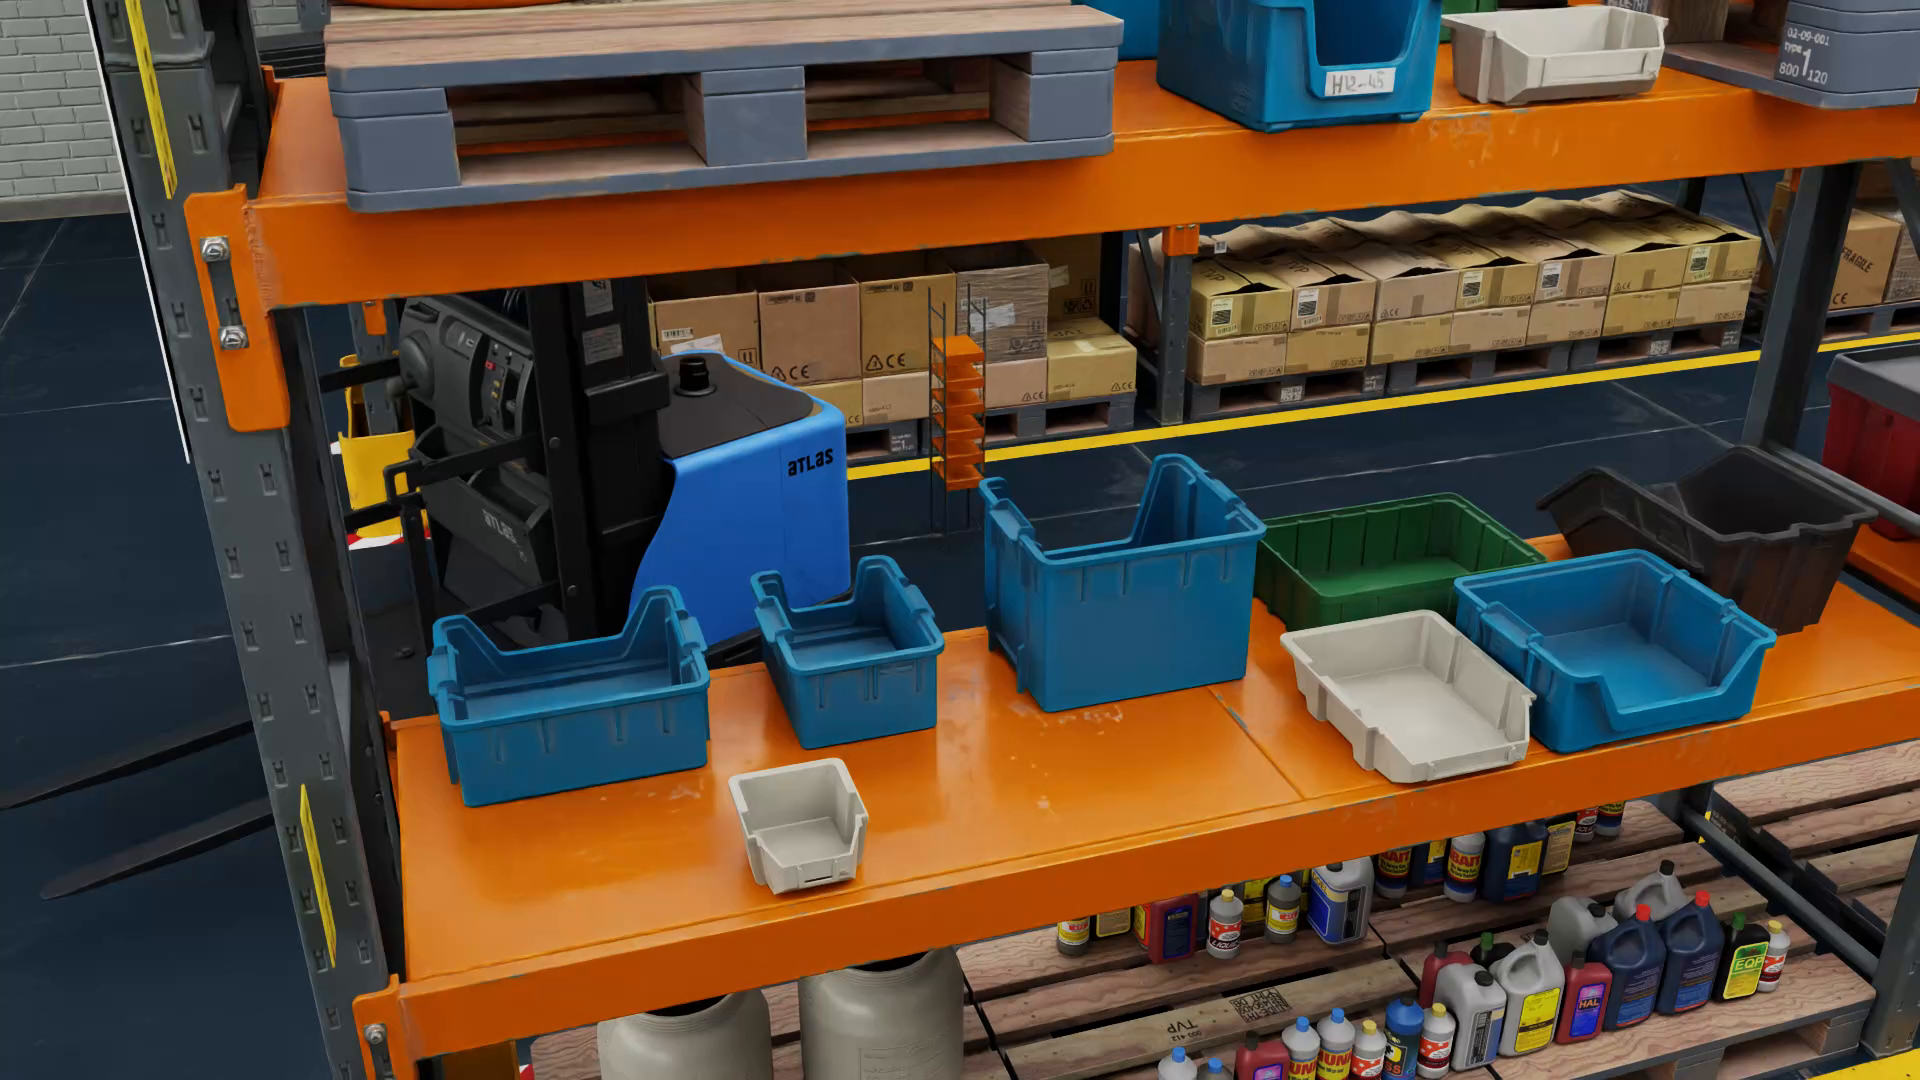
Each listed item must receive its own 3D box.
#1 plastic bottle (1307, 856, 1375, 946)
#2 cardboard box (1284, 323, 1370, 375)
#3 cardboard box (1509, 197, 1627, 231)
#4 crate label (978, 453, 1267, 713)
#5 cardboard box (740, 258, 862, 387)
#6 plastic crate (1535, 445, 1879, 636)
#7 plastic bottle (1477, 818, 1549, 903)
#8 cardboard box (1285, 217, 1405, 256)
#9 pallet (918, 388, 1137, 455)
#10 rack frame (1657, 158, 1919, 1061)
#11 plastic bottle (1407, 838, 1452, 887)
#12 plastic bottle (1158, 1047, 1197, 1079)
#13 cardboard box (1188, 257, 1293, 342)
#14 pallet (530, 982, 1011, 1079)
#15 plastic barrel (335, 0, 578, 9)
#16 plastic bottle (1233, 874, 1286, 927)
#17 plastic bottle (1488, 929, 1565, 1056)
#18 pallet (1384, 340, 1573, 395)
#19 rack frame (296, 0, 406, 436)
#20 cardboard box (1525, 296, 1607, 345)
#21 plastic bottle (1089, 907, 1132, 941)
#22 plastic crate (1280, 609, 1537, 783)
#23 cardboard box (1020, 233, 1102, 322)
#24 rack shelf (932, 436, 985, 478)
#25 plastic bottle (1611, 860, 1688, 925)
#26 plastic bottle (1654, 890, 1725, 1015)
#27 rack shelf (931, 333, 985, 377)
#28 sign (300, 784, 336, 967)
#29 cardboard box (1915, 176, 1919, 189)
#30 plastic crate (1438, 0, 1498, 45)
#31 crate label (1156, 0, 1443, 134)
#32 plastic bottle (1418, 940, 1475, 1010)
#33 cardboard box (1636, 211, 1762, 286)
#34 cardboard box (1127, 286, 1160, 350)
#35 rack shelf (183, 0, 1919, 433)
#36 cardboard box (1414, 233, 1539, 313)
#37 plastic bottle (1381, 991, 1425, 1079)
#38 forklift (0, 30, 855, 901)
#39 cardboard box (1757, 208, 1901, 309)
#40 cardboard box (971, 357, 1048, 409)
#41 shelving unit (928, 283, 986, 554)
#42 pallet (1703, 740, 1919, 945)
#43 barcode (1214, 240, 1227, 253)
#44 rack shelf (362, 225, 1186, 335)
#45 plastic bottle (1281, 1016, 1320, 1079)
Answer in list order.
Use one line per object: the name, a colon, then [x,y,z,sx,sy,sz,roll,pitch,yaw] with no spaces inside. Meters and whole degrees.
plastic bottle: [1.114,1.027,4.876,0.135,0.276,0.152,-8,28,-16]
cardboard box: [1.940,-1.147,9.307,0.500,0.250,0.500,-8,27,-15]
cardboard box: [3.711,-1.905,10.203,0.500,0.311,0.500,-9,28,-17]
crate label: [0.387,0.092,4.152,0.616,0.435,0.502,-8,28,-16]
cardboard box: [-0.804,-1.097,8.363,0.500,0.500,0.500,-8,28,-16]
plastic crate: [1.987,-0.029,4.505,0.504,0.338,0.767,-8,28,-16]
plastic bottle: [1.672,0.911,5.026,0.185,0.351,0.144,-8,28,-16]
cardboard box: [2.258,-1.697,9.784,0.500,0.311,0.500,-8,28,-16]
pallet: [0.224,-0.829,9.183,1.213,0.211,1.003,-8,28,-16]
rack frame: [2.524,-0.075,4.528,0.127,3.000,1.000,-8,28,-16]
plastic bottle: [1.448,0.876,5.096,0.185,0.351,0.144,-9,28,-18]
plastic bottle: [0.541,1.383,4.165,0.097,0.271,0.097,0,26,0]
cardboard box: [1.464,-1.329,9.044,0.500,0.311,0.500,-8,28,-16]
pallet: [-0.448,1.585,4.321,1.213,0.211,1.003,-8,28,-16]
plastic barrel: [-0.857,-1.369,2.806,0.708,0.830,0.600,-8,28,-16]
plastic bottle: [0.867,0.960,4.927,0.185,0.351,0.144,-7,27,-14]
plastic bottle: [1.511,1.196,4.452,0.185,0.351,0.144,-8,28,-16]
pallet: [2.844,-1.209,9.947,1.213,0.211,1.003,-8,28,-16]
rack frame: [-2.810,-1.619,7.638,0.127,3.000,1.000,-8,28,-16]
cardboard box: [3.404,-1.361,9.739,0.500,0.250,0.500,-8,27,-15]
plastic bottle: [0.436,1.033,4.855,0.133,0.283,0.061,-8,27,-15]
plastic crate: [1.058,0.374,3.921,0.437,0.136,0.530,-8,28,-16]
cardboard box: [0.456,-1.531,9.237,0.500,0.500,0.500,-8,28,-16]
rack shelf: [-0.014,-0.388,7.552,0.180,0.103,0.258,-8,28,-16]
plastic bottle: [1.956,1.064,4.718,0.185,0.351,0.144,-8,28,-16]
plastic bottle: [2.001,1.125,4.595,0.185,0.351,0.144,-9,28,-17]
rack shelf: [-0.014,-0.818,7.339,0.180,0.103,0.258,-8,28,-16]
sign: [-1.113,0.585,2.887,0.005,0.325,0.100,-8,28,-16]
cardboard box: [6.106,-2.097,10.918,0.500,0.500,0.500,-9,28,-18]
plastic crate: [0.939,-1.222,3.702,0.450,0.188,0.336,-8,28,-16]
crate label: [0.603,-0.919,3.022,0.408,0.251,0.502,-8,28,-16]
plastic bottle: [1.322,1.202,4.516,0.133,0.283,0.061,-8,28,-16]
cardboard box: [4.375,-1.752,9.896,0.500,0.311,0.500,-8,27,-15]
cardboard box: [1.298,-1.306,9.628,0.500,0.250,0.500,-9,28,-17]
rack shelf: [0.622,-0.821,3.466,4.000,0.370,1.077,-8,28,-16]
cardboard box: [2.925,-1.542,9.471,0.500,0.311,0.500,-7,27,-15]
plastic bottle: [1.155,1.294,4.344,0.097,0.271,0.097,0,26,0]
forklift: [-1.864,-0.577,5.616,3.031,2.935,1.130,-21,33,-36]
cardboard box: [5.318,-1.740,10.198,0.500,0.500,0.500,-7,27,-14]
cardboard box: [0.142,-0.906,8.821,0.500,0.250,0.500,-8,28,-16]
shelving unit: [-0.014,-0.535,7.479,0.189,1.200,0.258,-8,28,-16]
pallet: [3.258,1.049,5.399,1.213,0.211,1.003,-8,28,-16]
barcode: [1.365,-1.537,8.708,0.075,0.075,0.001,-8,28,-16]
rack shelf: [-0.908,-1.572,8.353,4.000,0.370,1.077,-8,28,-16]
plastic bottle: [0.867,1.336,4.260,0.097,0.271,0.097,0,26,0]
